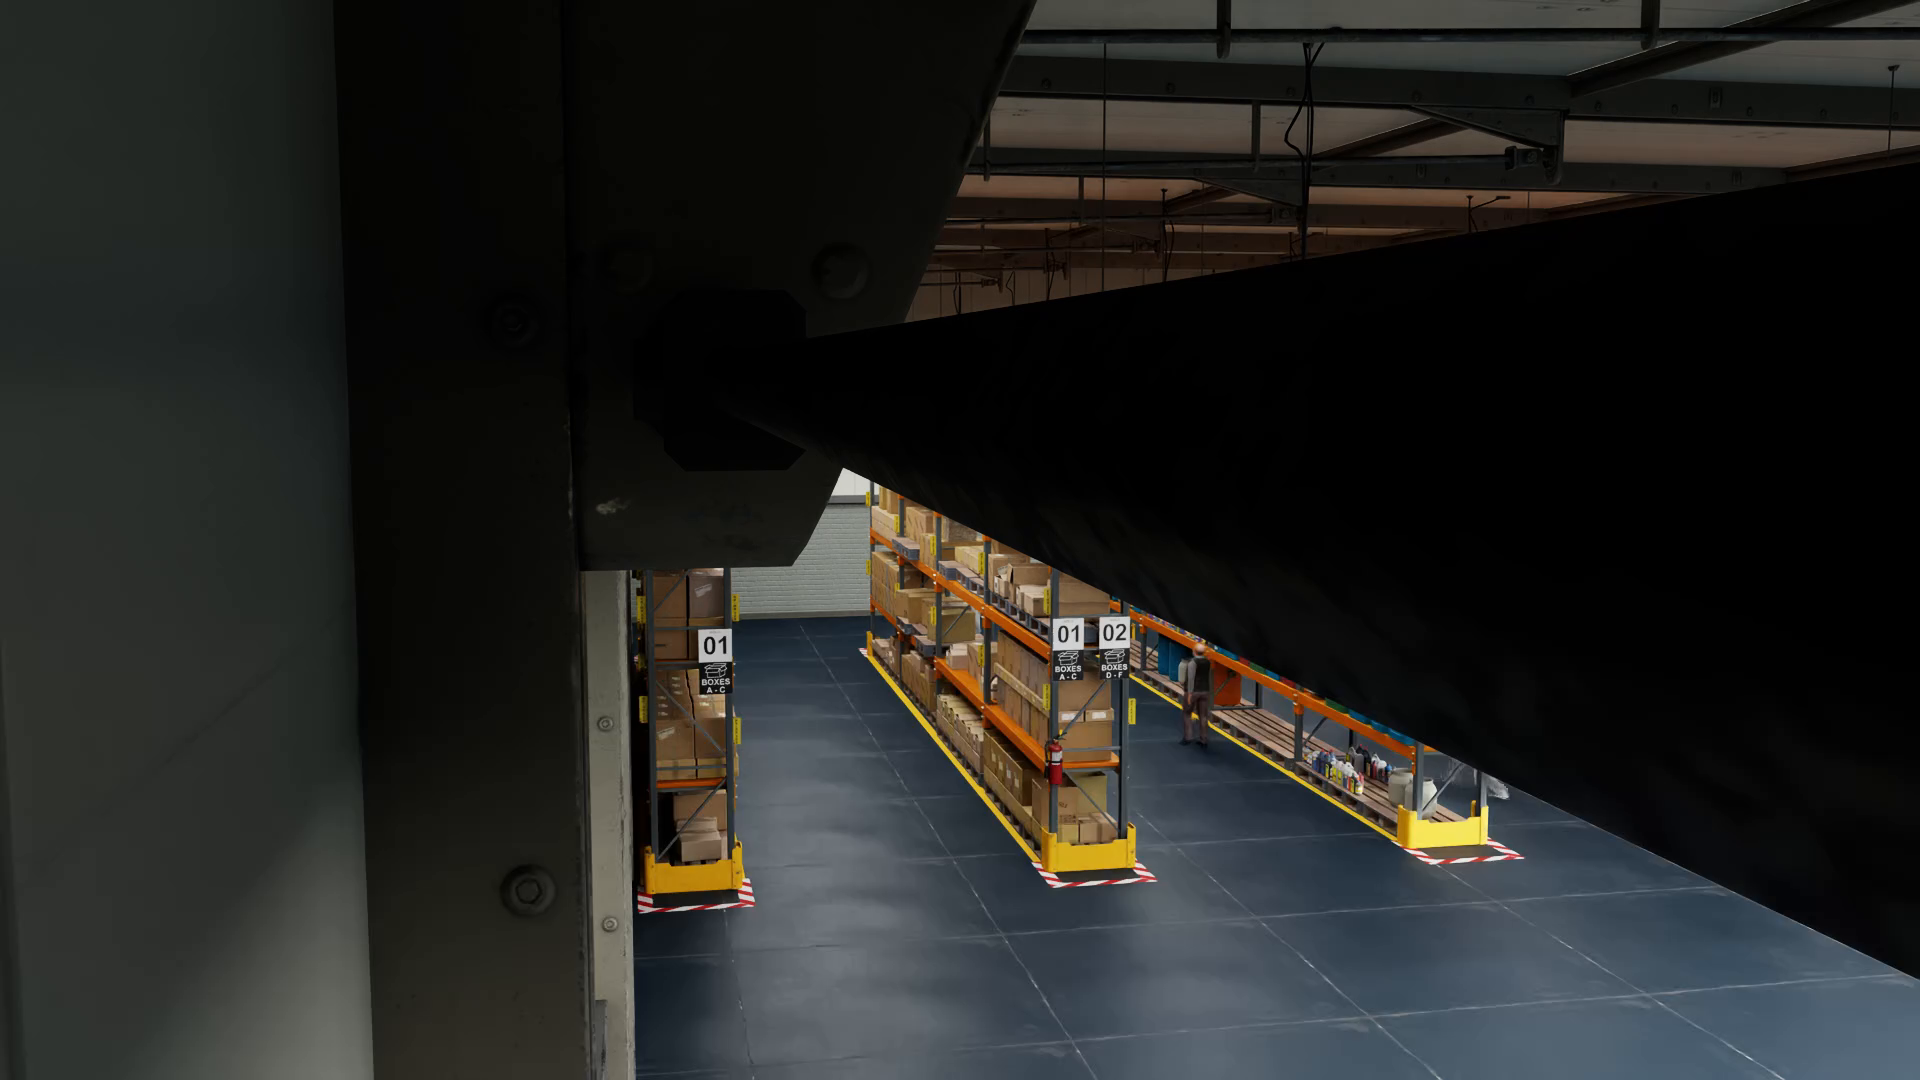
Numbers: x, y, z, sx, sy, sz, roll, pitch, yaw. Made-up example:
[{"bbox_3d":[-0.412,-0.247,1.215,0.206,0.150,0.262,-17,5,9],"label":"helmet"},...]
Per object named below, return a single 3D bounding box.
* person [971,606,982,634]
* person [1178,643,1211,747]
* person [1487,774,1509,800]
[{"bbox_3d":[0.261,1.718,37.362,0.464,1.301,0.935,-2,6,-14],"label":"person"},{"bbox_3d":[3.991,2.607,27.761,0.528,1.770,0.613,-2,6,-18],"label":"person"},{"bbox_3d":[7.961,2.905,24.631,0.606,1.847,0.747,-3,7,-24],"label":"person"}]
